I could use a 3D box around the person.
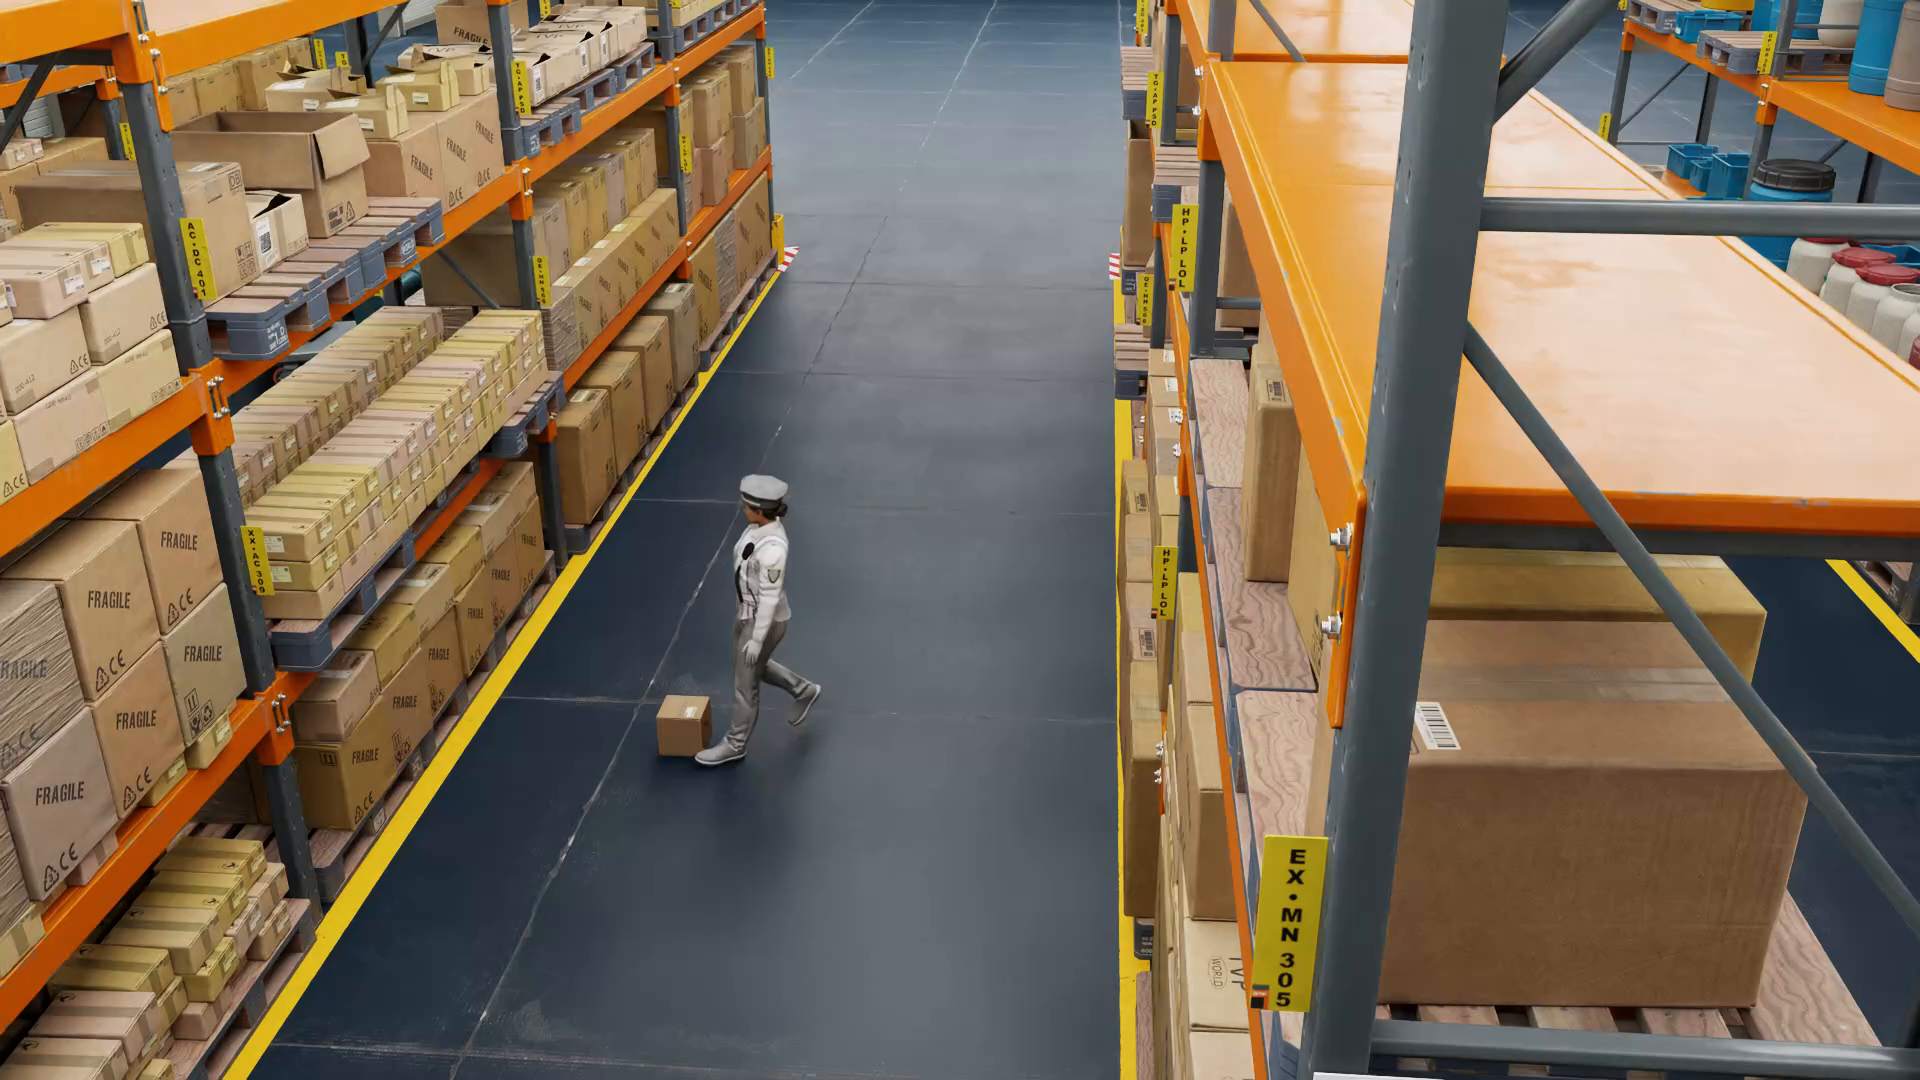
[{"bbox_3d":[-1.127,0.429,9.055,0.743,1.645,0.518,-5,25,-11],"label":"person"}]
